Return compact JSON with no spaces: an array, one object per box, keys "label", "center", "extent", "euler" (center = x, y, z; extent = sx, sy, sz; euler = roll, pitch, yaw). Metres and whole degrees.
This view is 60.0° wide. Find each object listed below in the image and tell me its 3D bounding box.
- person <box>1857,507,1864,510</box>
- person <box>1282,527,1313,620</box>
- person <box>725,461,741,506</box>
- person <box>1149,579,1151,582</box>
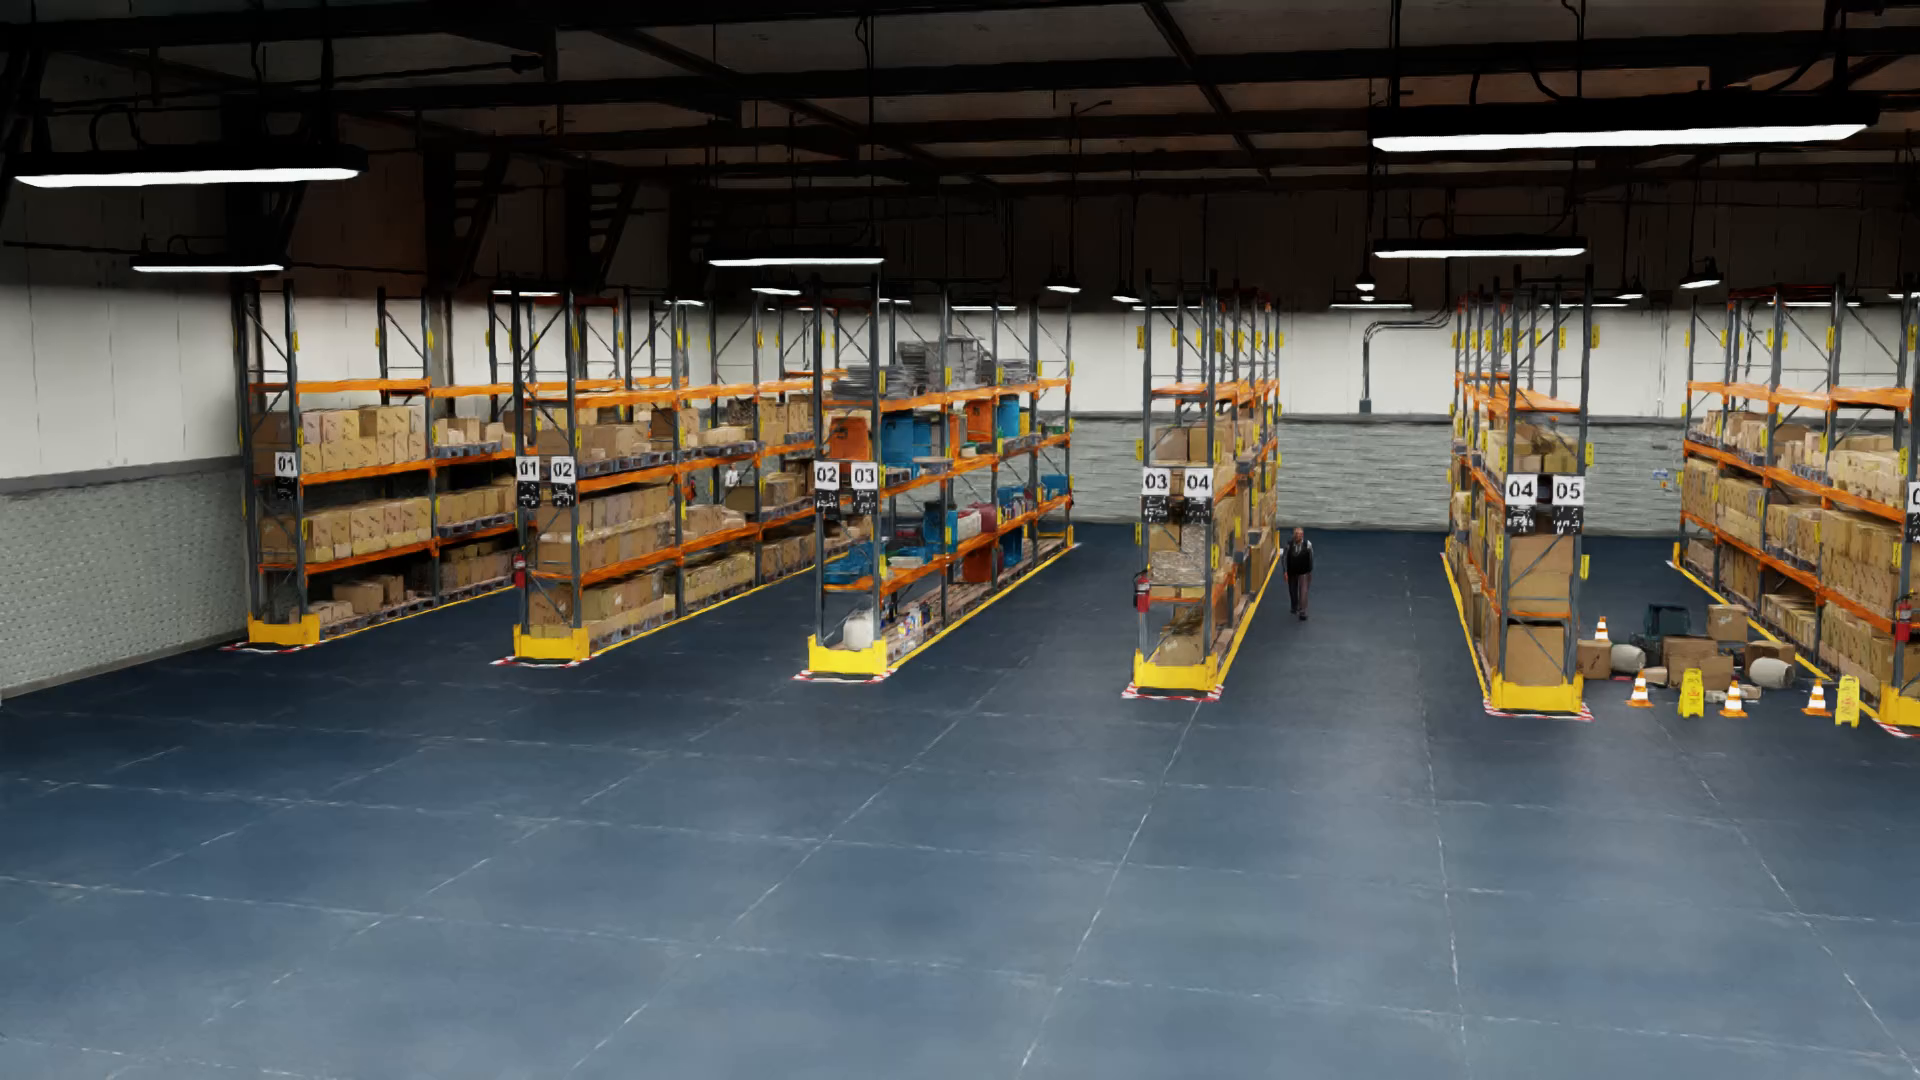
[{"label":"person","center":[19.768,-0.188,36.461],"extent":[0.609,1.650,0.617],"euler":[-1,7,-6]},{"label":"person","center":[6.085,0.581,30.023],"extent":[0.543,1.647,1.115],"euler":[2,7,16]},{"label":"person","center":[-6.285,-1.383,46.222],"extent":[0.659,1.672,0.517],"euler":[-6,9,-43]},{"label":"person","center":[3.966,0.086,34.346],"extent":[0.538,1.586,0.541],"euler":[5,8,35]}]
